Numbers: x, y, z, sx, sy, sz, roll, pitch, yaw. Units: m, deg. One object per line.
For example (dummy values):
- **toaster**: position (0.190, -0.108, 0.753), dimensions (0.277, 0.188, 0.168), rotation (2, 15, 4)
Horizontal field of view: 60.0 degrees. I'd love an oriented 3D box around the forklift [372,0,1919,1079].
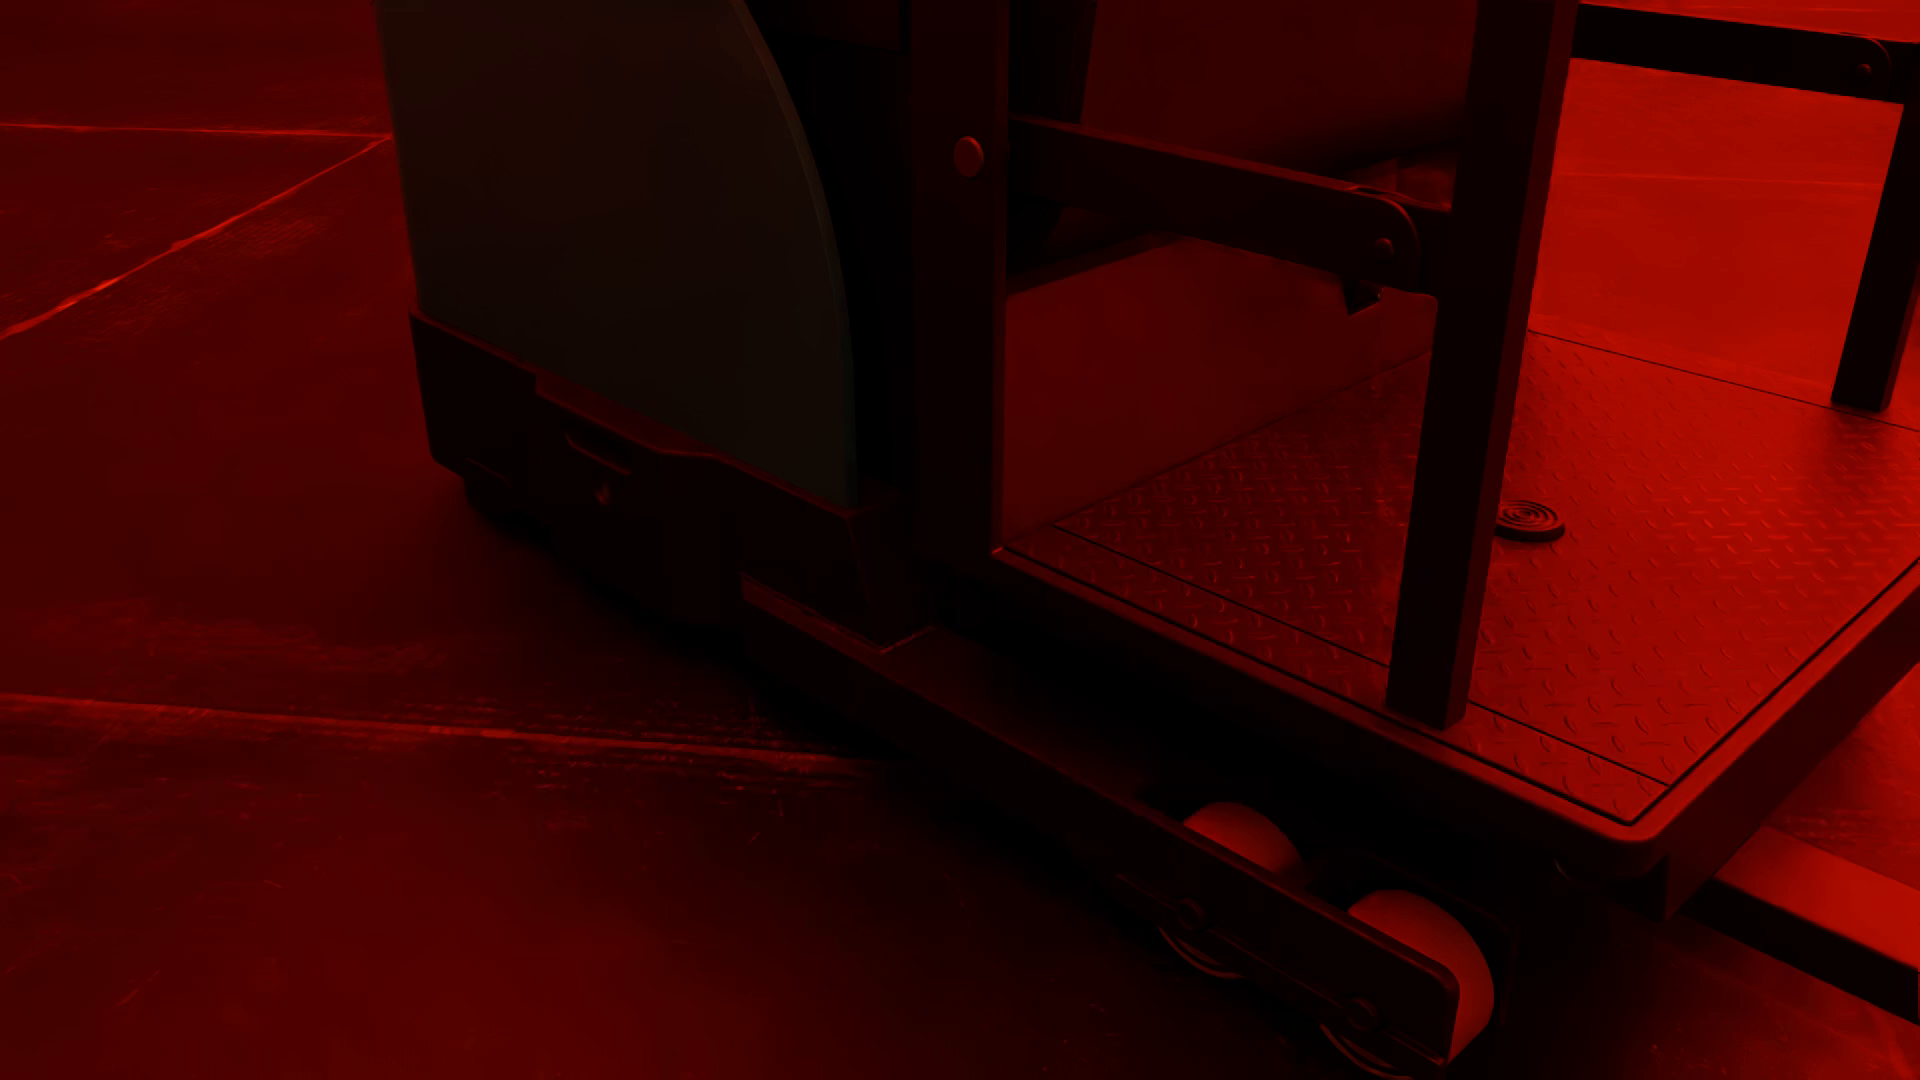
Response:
- **forklift**: position (0.556, -1.083, 1.387), dimensions (1.130, 2.935, 3.031), rotation (-24, 35, -39)
